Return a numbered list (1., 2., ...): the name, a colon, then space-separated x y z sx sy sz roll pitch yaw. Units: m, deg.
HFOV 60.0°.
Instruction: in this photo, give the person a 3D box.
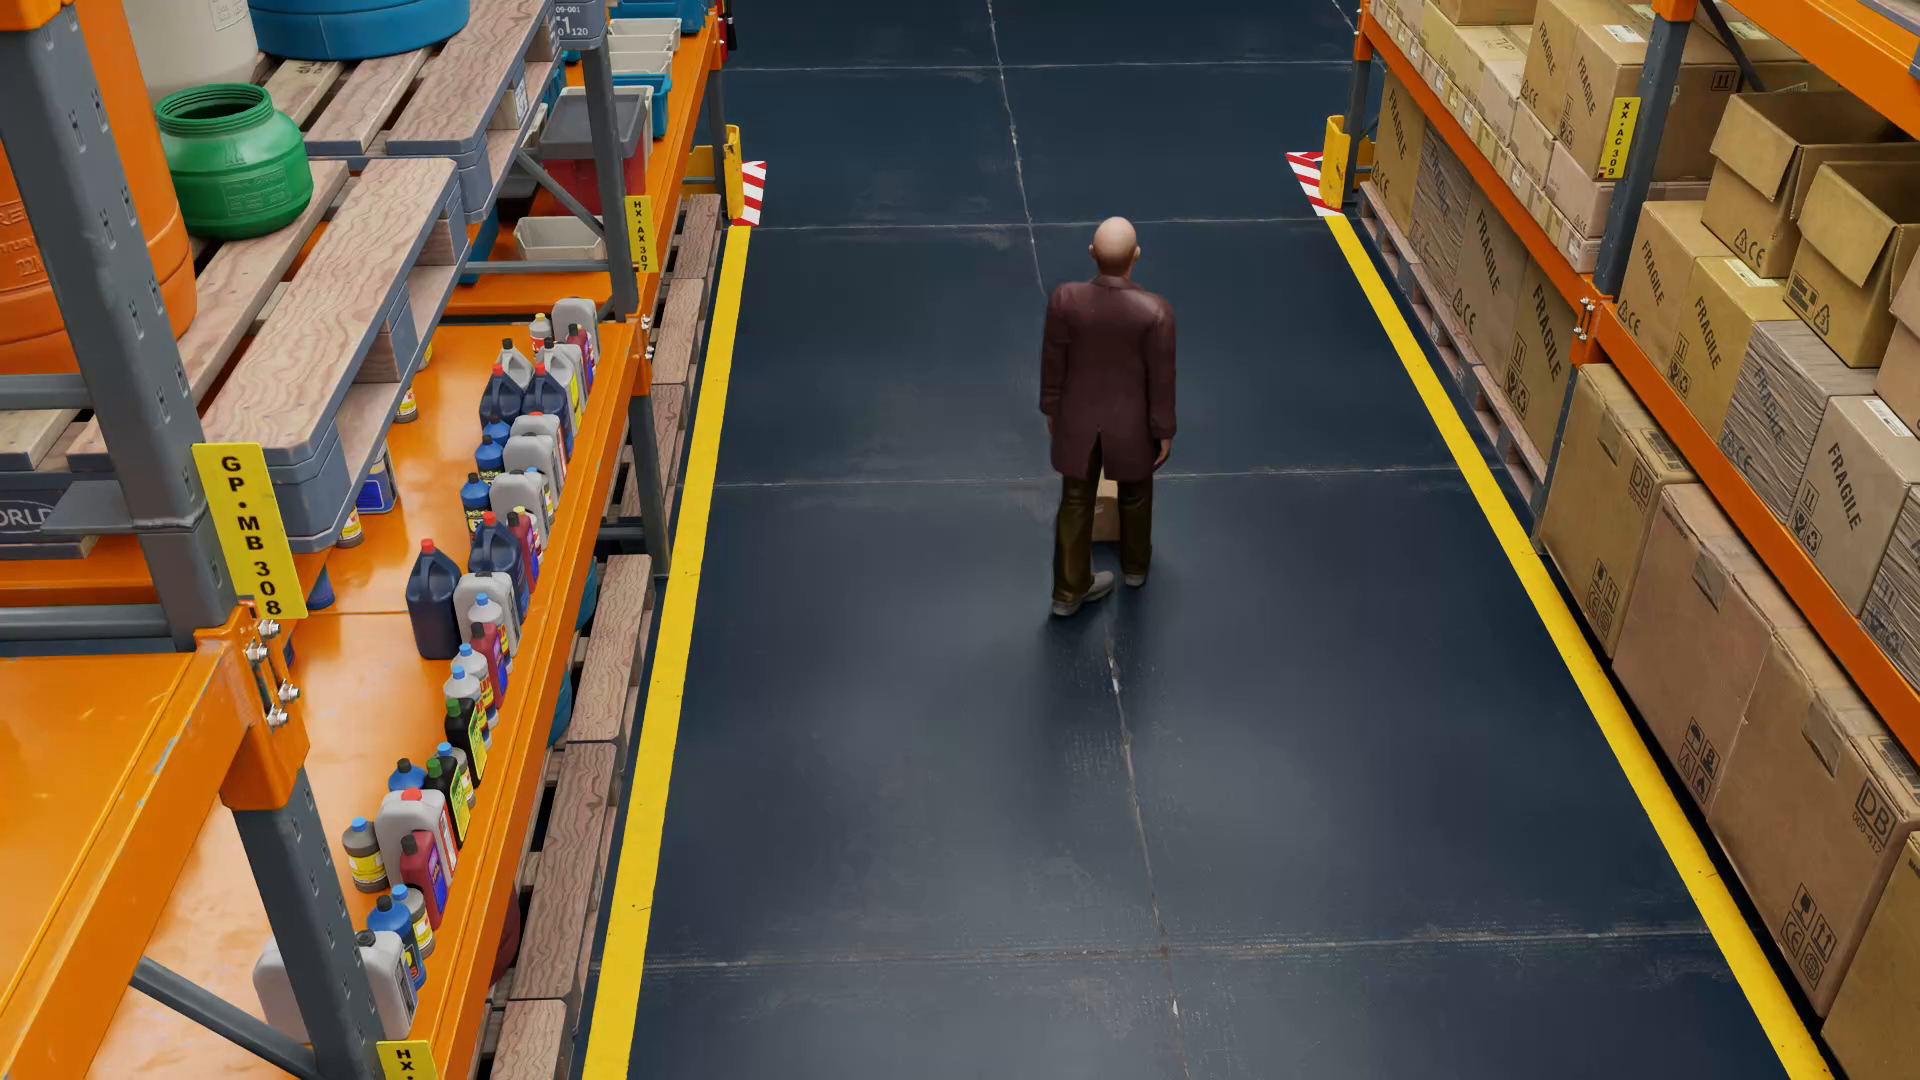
1. person: 0.616 -0.695 6.759 0.590 0.930 0.424 10 36 13
